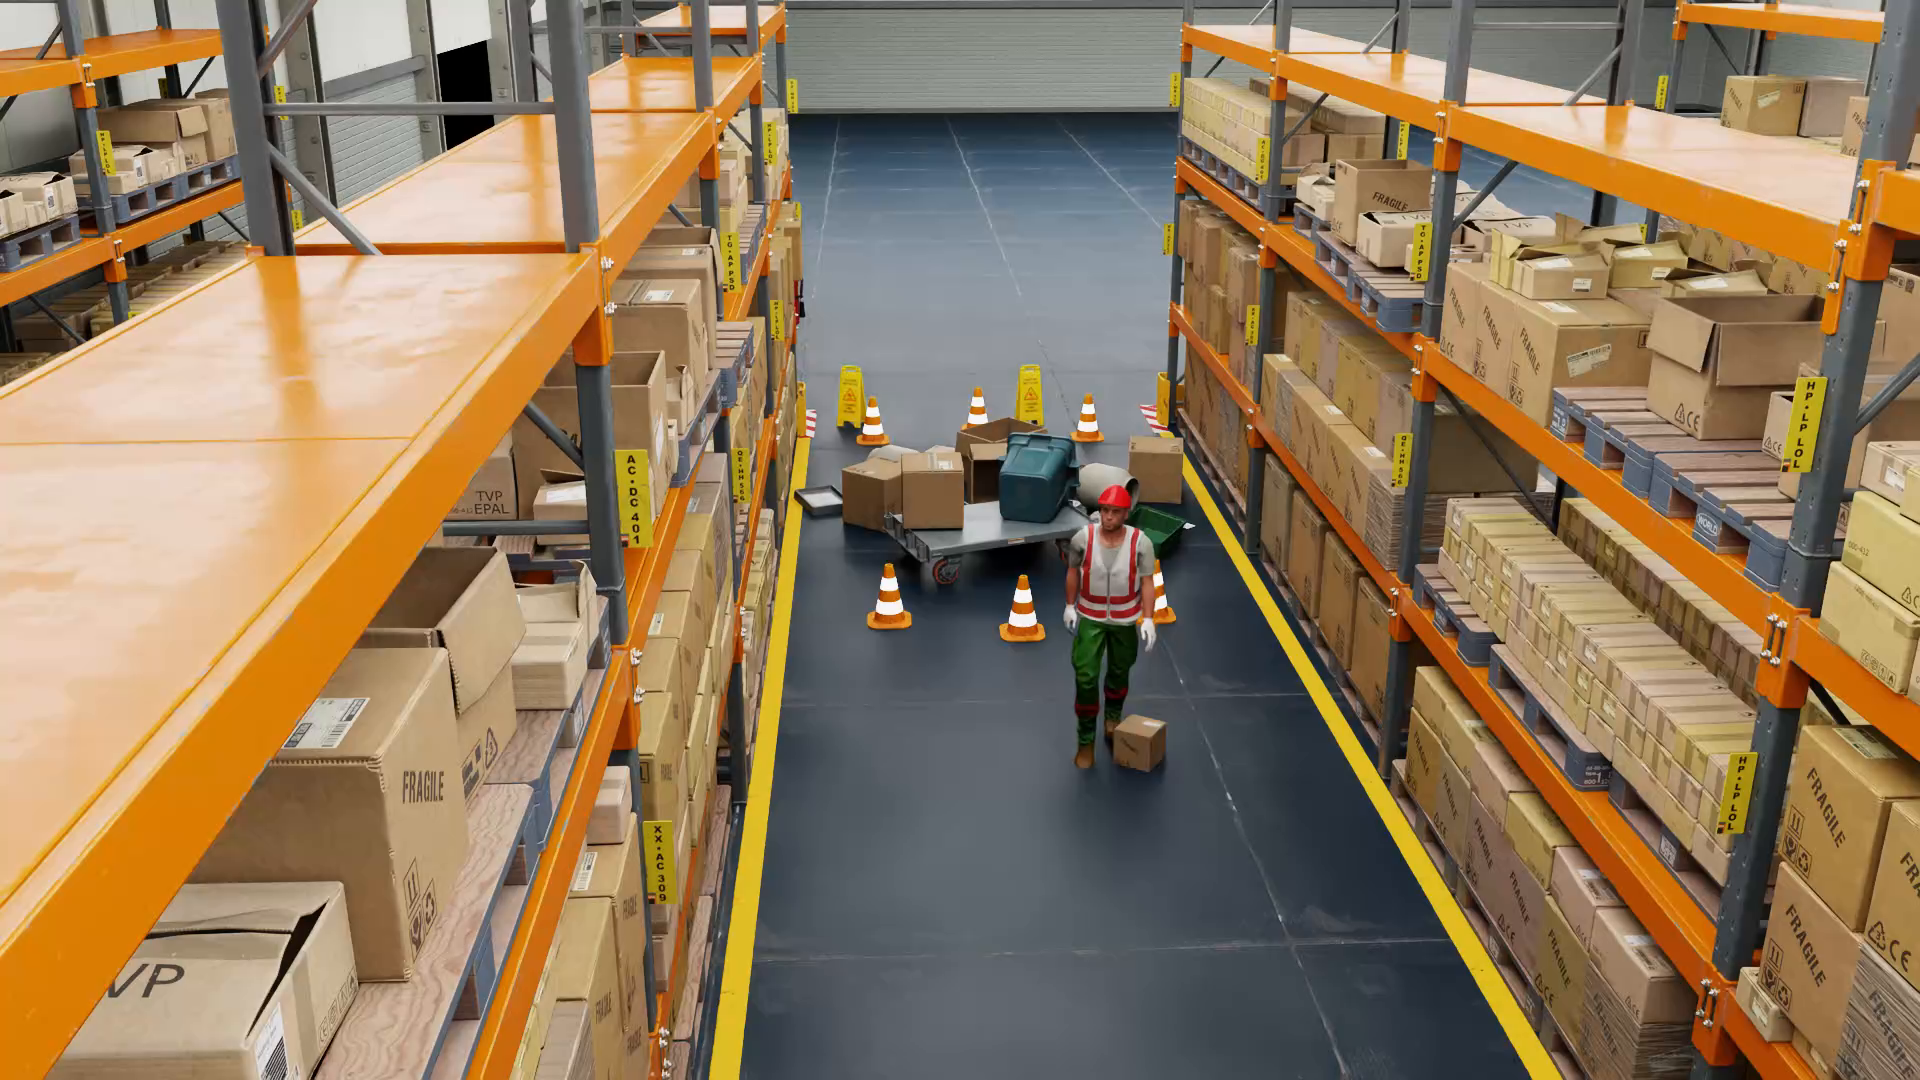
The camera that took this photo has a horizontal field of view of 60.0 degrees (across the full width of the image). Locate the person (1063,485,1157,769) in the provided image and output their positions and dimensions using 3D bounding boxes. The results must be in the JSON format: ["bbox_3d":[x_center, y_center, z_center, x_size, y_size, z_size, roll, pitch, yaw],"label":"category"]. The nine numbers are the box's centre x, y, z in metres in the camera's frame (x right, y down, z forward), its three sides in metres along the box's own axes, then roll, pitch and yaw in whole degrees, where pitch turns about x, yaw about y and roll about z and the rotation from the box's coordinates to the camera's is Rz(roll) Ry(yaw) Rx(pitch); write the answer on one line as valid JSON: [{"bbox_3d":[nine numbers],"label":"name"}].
[{"bbox_3d":[0.943,0.528,10.507,0.586,1.849,0.630,2,20,5],"label":"person"}]
